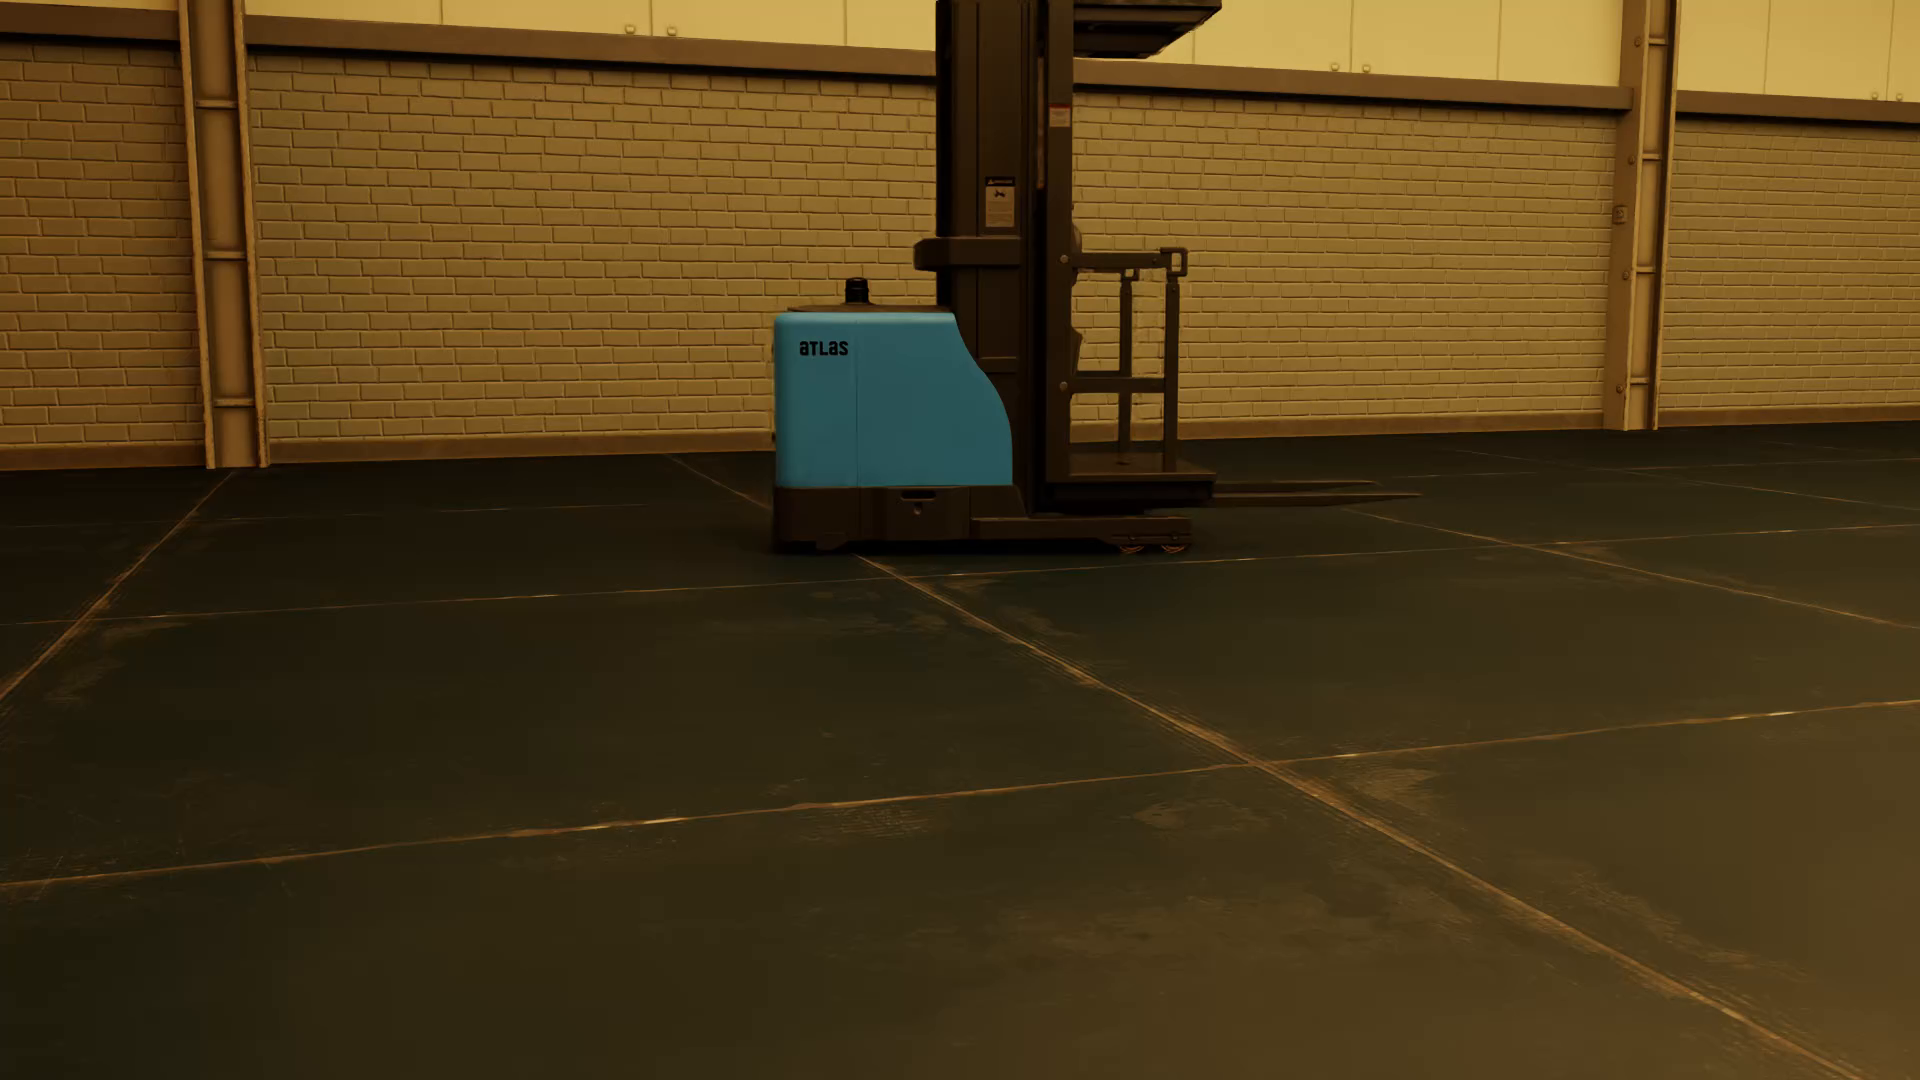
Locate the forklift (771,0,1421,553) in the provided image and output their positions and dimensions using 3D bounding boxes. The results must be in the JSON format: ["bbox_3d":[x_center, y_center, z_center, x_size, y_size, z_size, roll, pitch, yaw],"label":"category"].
[{"bbox_3d":[0.628,-1.464,7.815,3.031,2.935,1.130,-1,8,-6],"label":"forklift"}]
